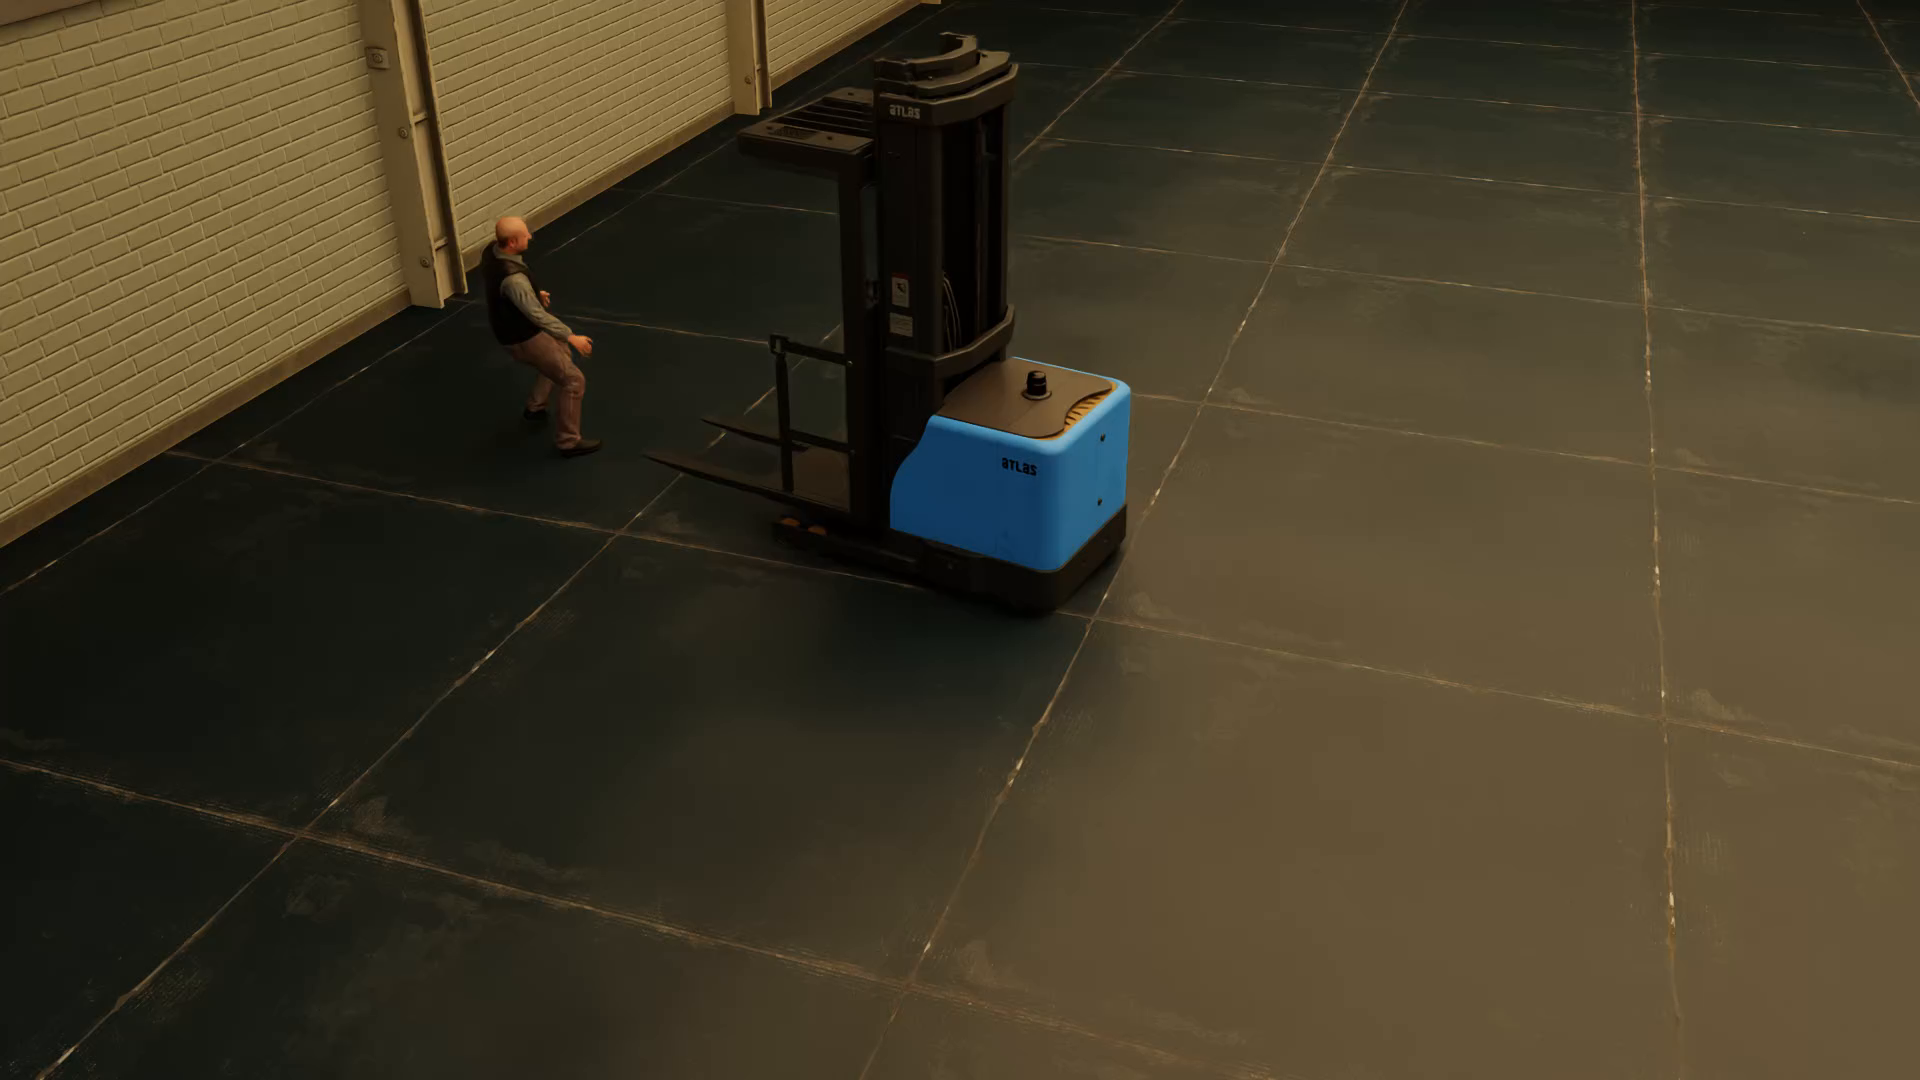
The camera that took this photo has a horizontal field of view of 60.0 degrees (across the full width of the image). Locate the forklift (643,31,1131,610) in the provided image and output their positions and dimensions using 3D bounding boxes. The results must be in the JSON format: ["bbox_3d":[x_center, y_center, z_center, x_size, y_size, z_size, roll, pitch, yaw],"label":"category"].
[{"bbox_3d":[-0.545,-1.401,9.595,3.031,2.935,1.130,16,33,25],"label":"forklift"}]

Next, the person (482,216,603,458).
[{"bbox_3d":[-2.772,-1.378,10.911,0.559,1.596,0.841,-14,33,-23],"label":"person"}]
